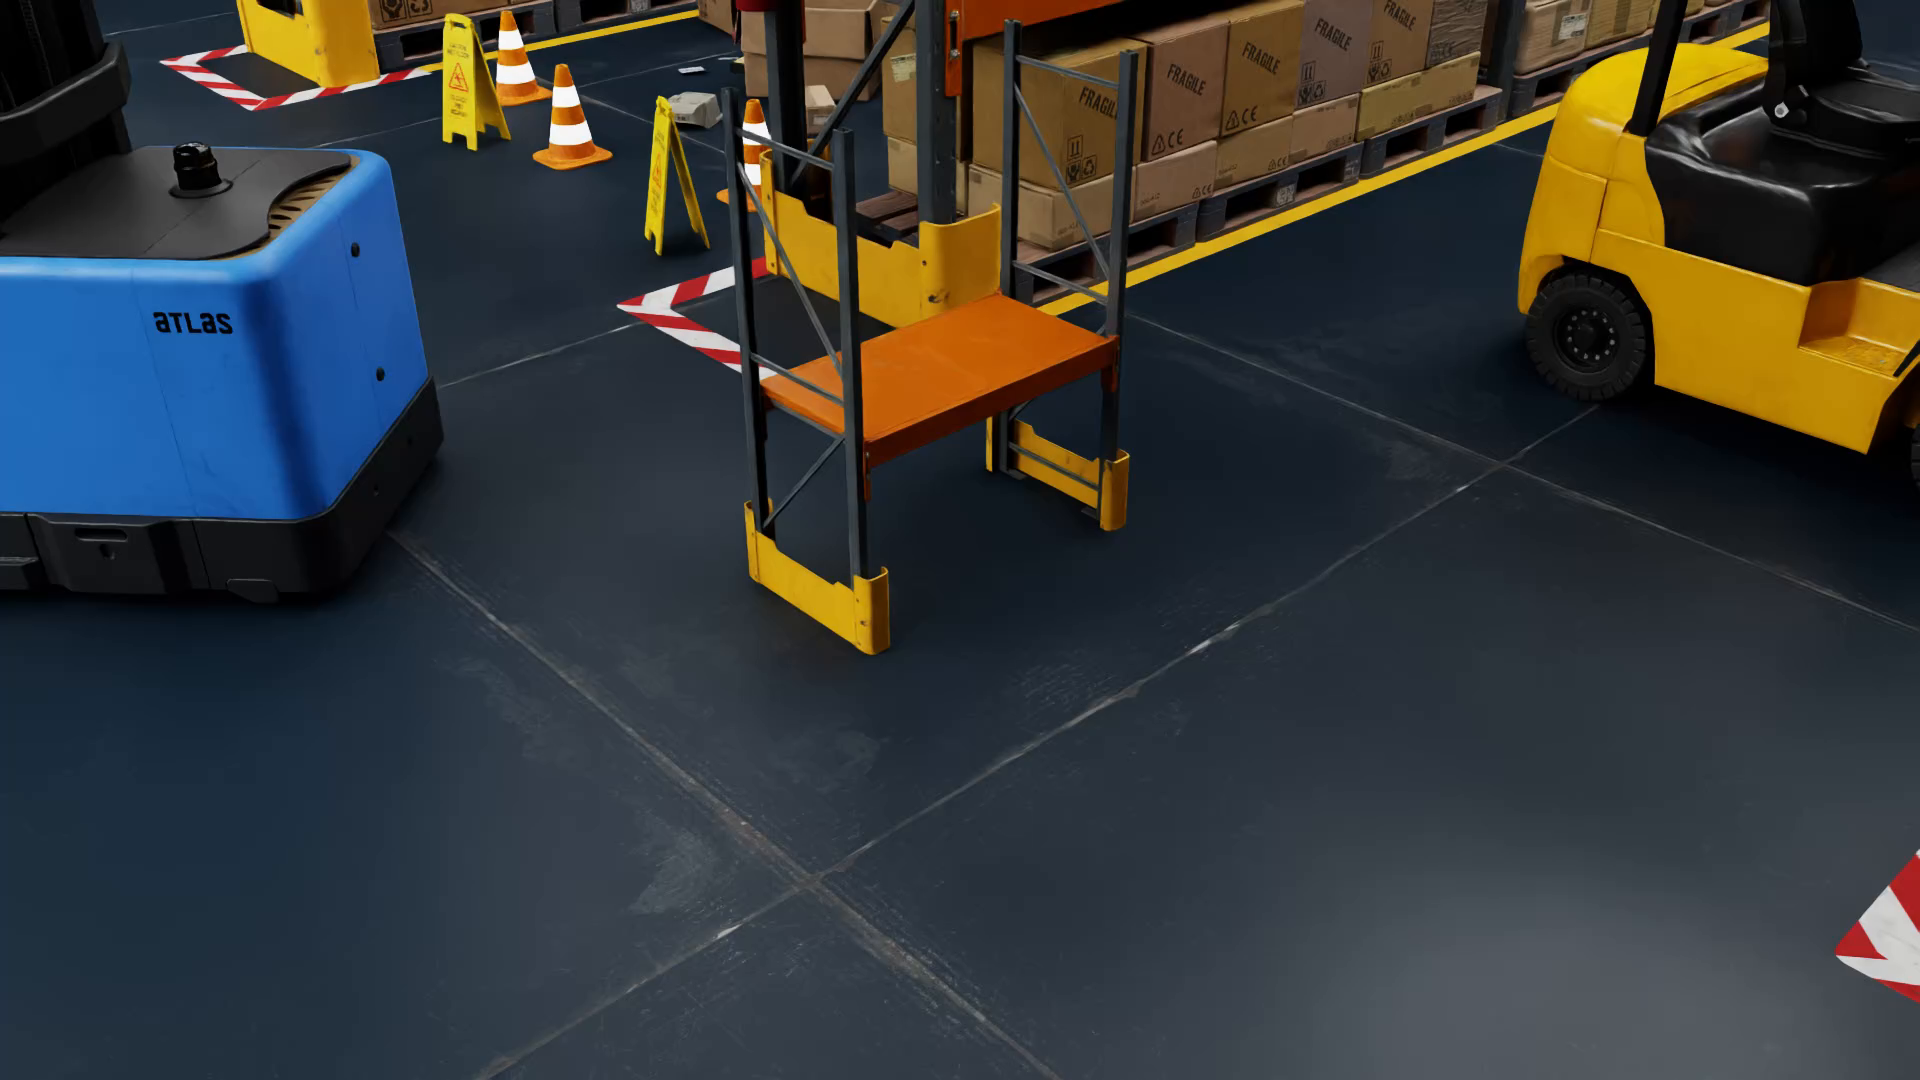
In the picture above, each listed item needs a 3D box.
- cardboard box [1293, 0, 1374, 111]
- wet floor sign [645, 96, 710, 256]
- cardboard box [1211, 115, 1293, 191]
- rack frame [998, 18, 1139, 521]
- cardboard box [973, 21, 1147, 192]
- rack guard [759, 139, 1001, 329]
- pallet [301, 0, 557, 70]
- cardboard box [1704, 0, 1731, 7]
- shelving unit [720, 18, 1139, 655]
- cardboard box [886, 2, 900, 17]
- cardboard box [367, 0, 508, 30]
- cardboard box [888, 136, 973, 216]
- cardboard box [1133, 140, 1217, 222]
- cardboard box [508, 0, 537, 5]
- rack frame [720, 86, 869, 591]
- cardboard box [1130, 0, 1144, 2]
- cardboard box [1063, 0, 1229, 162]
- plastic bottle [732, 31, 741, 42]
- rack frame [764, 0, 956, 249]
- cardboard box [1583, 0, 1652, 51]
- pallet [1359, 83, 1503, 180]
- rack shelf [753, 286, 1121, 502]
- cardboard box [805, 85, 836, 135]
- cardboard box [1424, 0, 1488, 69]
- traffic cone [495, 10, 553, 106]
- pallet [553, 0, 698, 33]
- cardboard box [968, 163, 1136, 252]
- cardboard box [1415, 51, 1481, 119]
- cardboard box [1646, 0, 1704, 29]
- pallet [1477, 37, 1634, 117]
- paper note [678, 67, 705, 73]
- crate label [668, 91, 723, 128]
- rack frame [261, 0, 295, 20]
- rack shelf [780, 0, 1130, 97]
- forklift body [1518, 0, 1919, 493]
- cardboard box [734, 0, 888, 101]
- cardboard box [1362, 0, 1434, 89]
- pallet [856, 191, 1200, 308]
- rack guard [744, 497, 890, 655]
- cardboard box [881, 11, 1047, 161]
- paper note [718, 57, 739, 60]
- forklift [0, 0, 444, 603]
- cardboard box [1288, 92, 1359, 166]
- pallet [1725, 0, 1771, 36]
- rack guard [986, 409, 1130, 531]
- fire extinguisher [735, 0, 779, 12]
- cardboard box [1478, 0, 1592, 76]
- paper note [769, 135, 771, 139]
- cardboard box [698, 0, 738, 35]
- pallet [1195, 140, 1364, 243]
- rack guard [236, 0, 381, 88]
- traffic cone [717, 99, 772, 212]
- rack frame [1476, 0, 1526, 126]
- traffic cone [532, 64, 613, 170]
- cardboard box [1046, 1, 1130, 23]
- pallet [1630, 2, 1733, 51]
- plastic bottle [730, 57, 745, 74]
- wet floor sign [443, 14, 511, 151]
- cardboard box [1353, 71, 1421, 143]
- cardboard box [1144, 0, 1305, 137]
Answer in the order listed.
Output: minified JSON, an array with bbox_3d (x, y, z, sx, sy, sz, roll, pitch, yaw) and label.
[{"bbox_3d":[1.541,-2.337,7.711,0.500,0.500,0.500,-23,39,-33],"label":"cardboard box"},{"bbox_3d":[-1.262,-1.605,7.256,0.232,0.644,0.267,-12,34,-19],"label":"wet floor sign"},{"bbox_3d":[1.155,-1.830,7.601,0.500,0.250,0.500,-23,38,-32],"label":"cardboard box"},{"bbox_3d":[0.310,-0.790,5.104,0.032,1.500,0.500,-26,40,-35],"label":"rack frame"},{"bbox_3d":[0.401,-1.782,6.804,0.500,0.500,0.500,-27,41,-37],"label":"cardboard box"},{"bbox_3d":[-0.339,-1.228,6.779,0.348,0.500,1.175,-26,40,-35],"label":"rack guard"},{"bbox_3d":[-3.302,-3.249,10.361,1.213,0.211,1.003,-26,40,-35],"label":"pallet"},{"bbox_3d":[4.514,-3.702,10.545,0.625,0.372,0.950,-27,40,-36],"label":"cardboard box"},{"bbox_3d":[-0.056,-0.613,4.815,1.083,1.500,0.587,-26,40,-35],"label":"shelving unit"},{"bbox_3d":[-0.148,-3.187,9.849,0.503,0.637,0.797,-26,40,-35],"label":"cardboard box"},{"bbox_3d":[-3.383,-3.664,10.000,0.875,0.875,0.875,-26,40,-35],"label":"cardboard box"},{"bbox_3d":[0.032,-1.672,7.341,0.500,0.250,0.500,-26,40,-36],"label":"cardboard box"},{"bbox_3d":[0.764,-1.632,7.277,0.500,0.250,0.500,-24,39,-34],"label":"cardboard box"},{"bbox_3d":[-2.739,-3.976,10.512,0.875,0.875,0.875,-27,40,-36],"label":"cardboard box"},{"bbox_3d":[-0.435,-0.429,4.514,0.032,1.500,0.500,-26,40,-35],"label":"rack frame"},{"bbox_3d":[0.770,-2.340,7.716,0.500,0.500,0.500,-27,40,-36],"label":"cardboard box"},{"bbox_3d":[0.782,-1.969,7.110,0.500,0.500,0.500,-28,41,-37],"label":"cardboard box"},{"bbox_3d":[-1.254,-3.107,10.273,0.283,0.061,0.133,15,34,23],"label":"plastic bottle"},{"bbox_3d":[-0.395,-2.267,6.083,0.127,3.000,1.000,-26,40,-35],"label":"rack frame"},{"bbox_3d":[3.446,-3.187,9.704,0.625,0.372,0.950,-23,38,-33],"label":"cardboard box"},{"bbox_3d":[2.070,-2.245,8.719,1.213,0.211,1.003,-26,40,-35],"label":"pallet"},{"bbox_3d":[-0.063,-0.456,4.903,1.000,0.185,0.538,-26,40,-35],"label":"rack shelf"},{"bbox_3d":[-0.808,-2.288,8.850,0.250,0.149,0.380,-7,32,-11],"label":"cardboard box"},{"bbox_3d":[2.287,-2.700,8.304,0.500,0.500,0.500,-26,40,-36],"label":"cardboard box"},{"bbox_3d":[-2.480,-2.688,9.202,0.334,0.463,0.336,-26,40,-35],"label":"traffic cone"},{"bbox_3d":[-2.407,-3.679,11.065,1.213,0.211,1.003,-26,40,-35],"label":"pallet"},{"bbox_3d":[0.384,-1.454,6.985,0.500,0.250,0.500,-26,40,-36],"label":"cardboard box"},{"bbox_3d":[2.287,-2.380,8.499,0.500,0.250,0.500,-24,39,-33],"label":"cardboard box"},{"bbox_3d":[3.954,-3.435,10.108,0.625,0.372,0.950,-24,39,-34],"label":"cardboard box"},{"bbox_3d":[3.108,-2.773,9.583,1.213,0.211,1.003,-26,40,-35],"label":"pallet"},{"bbox_3d":[-1.561,-2.750,9.719,0.142,0.017,0.144,-12,34,-19],"label":"paper note"},{"bbox_3d":[-1.427,-2.299,8.878,0.250,0.136,0.298,9,33,15],"label":"crate label"},{"bbox_3d":[-3.835,-4.125,9.121,0.127,3.000,1.000,-26,40,-35],"label":"rack frame"},{"bbox_3d":[1.071,-2.670,7.430,4.000,0.370,1.077,-26,40,-35],"label":"rack shelf"},{"bbox_3d":[3.133,-1.378,5.442,1.214,2.155,2.313,-26,40,-35],"label":"forklift body"},{"bbox_3d":[-0.829,-2.794,9.336,0.797,0.503,0.637,4,32,6],"label":"cardboard box"},{"bbox_3d":[1.915,-2.519,8.008,0.500,0.500,0.500,-25,39,-35],"label":"cardboard box"},{"bbox_3d":[0.280,-1.379,7.303,1.213,0.211,1.003,-26,40,-35],"label":"pallet"},{"bbox_3d":[-0.421,0.097,4.852,0.087,0.250,0.587,-26,40,-35],"label":"rack guard"},{"bbox_3d":[0.015,-1.977,7.123,0.500,0.500,0.500,-26,40,-35],"label":"cardboard box"},{"bbox_3d":[-1.383,-2.883,9.955,0.123,0.001,0.032,-7,32,-11],"label":"paper note"},{"bbox_3d":[-3.296,-1.351,4.649,3.031,2.935,1.130,2,31,3],"label":"forklift"},{"bbox_3d":[1.528,-2.008,7.892,0.500,0.250,0.500,-25,39,-35],"label":"cardboard box"},{"bbox_3d":[4.897,-3.639,10.998,1.213,0.211,1.003,-26,40,-35],"label":"pallet"},{"bbox_3d":[0.309,-0.256,5.429,0.087,0.250,0.587,-26,40,-35],"label":"rack guard"},{"bbox_3d":[-0.792,-2.370,6.325,0.183,0.674,0.296,-26,40,-35],"label":"fire extinguisher"},{"bbox_3d":[2.921,-2.931,9.285,0.625,0.372,0.950,-25,39,-35],"label":"cardboard box"},{"bbox_3d":[-1.055,-2.097,8.651,0.148,0.019,0.142,15,34,23],"label":"paper note"},{"bbox_3d":[-1.342,-3.535,10.550,0.500,0.500,0.500,-19,36,-28],"label":"cardboard box"},{"bbox_3d":[1.175,-1.810,8.007,1.213,0.211,1.003,-26,40,-35],"label":"pallet"},{"bbox_3d":[-3.852,-3.050,9.759,0.348,0.500,1.175,-26,40,-35],"label":"rack guard"},{"bbox_3d":[-0.957,-1.831,7.801,0.334,0.463,0.336,-26,40,-35],"label":"traffic cone"},{"bbox_3d":[2.538,-3.686,8.403,0.127,3.000,1.000,-26,40,-35],"label":"rack frame"},{"bbox_3d":[-1.961,-2.135,8.298,0.334,0.463,0.336,-26,40,-35],"label":"traffic cone"},{"bbox_3d":[0.395,-2.164,7.427,0.500,0.500,0.500,-24,39,-34],"label":"cardboard box"},{"bbox_3d":[4.003,-3.208,10.294,1.213,0.211,1.003,-26,40,-35],"label":"pallet"},{"bbox_3d":[-1.224,-2.810,9.787,0.133,0.061,0.283,15,34,23],"label":"plastic bottle"},{"bbox_3d":[-2.510,-2.353,8.479,0.267,0.644,0.232,22,37,31],"label":"wet floor sign"},{"bbox_3d":[1.904,-2.187,8.184,0.500,0.250,0.500,-27,41,-37],"label":"cardboard box"},{"bbox_3d":[1.155,-2.144,7.396,0.500,0.500,0.500,-25,39,-35],"label":"cardboard box"}]
